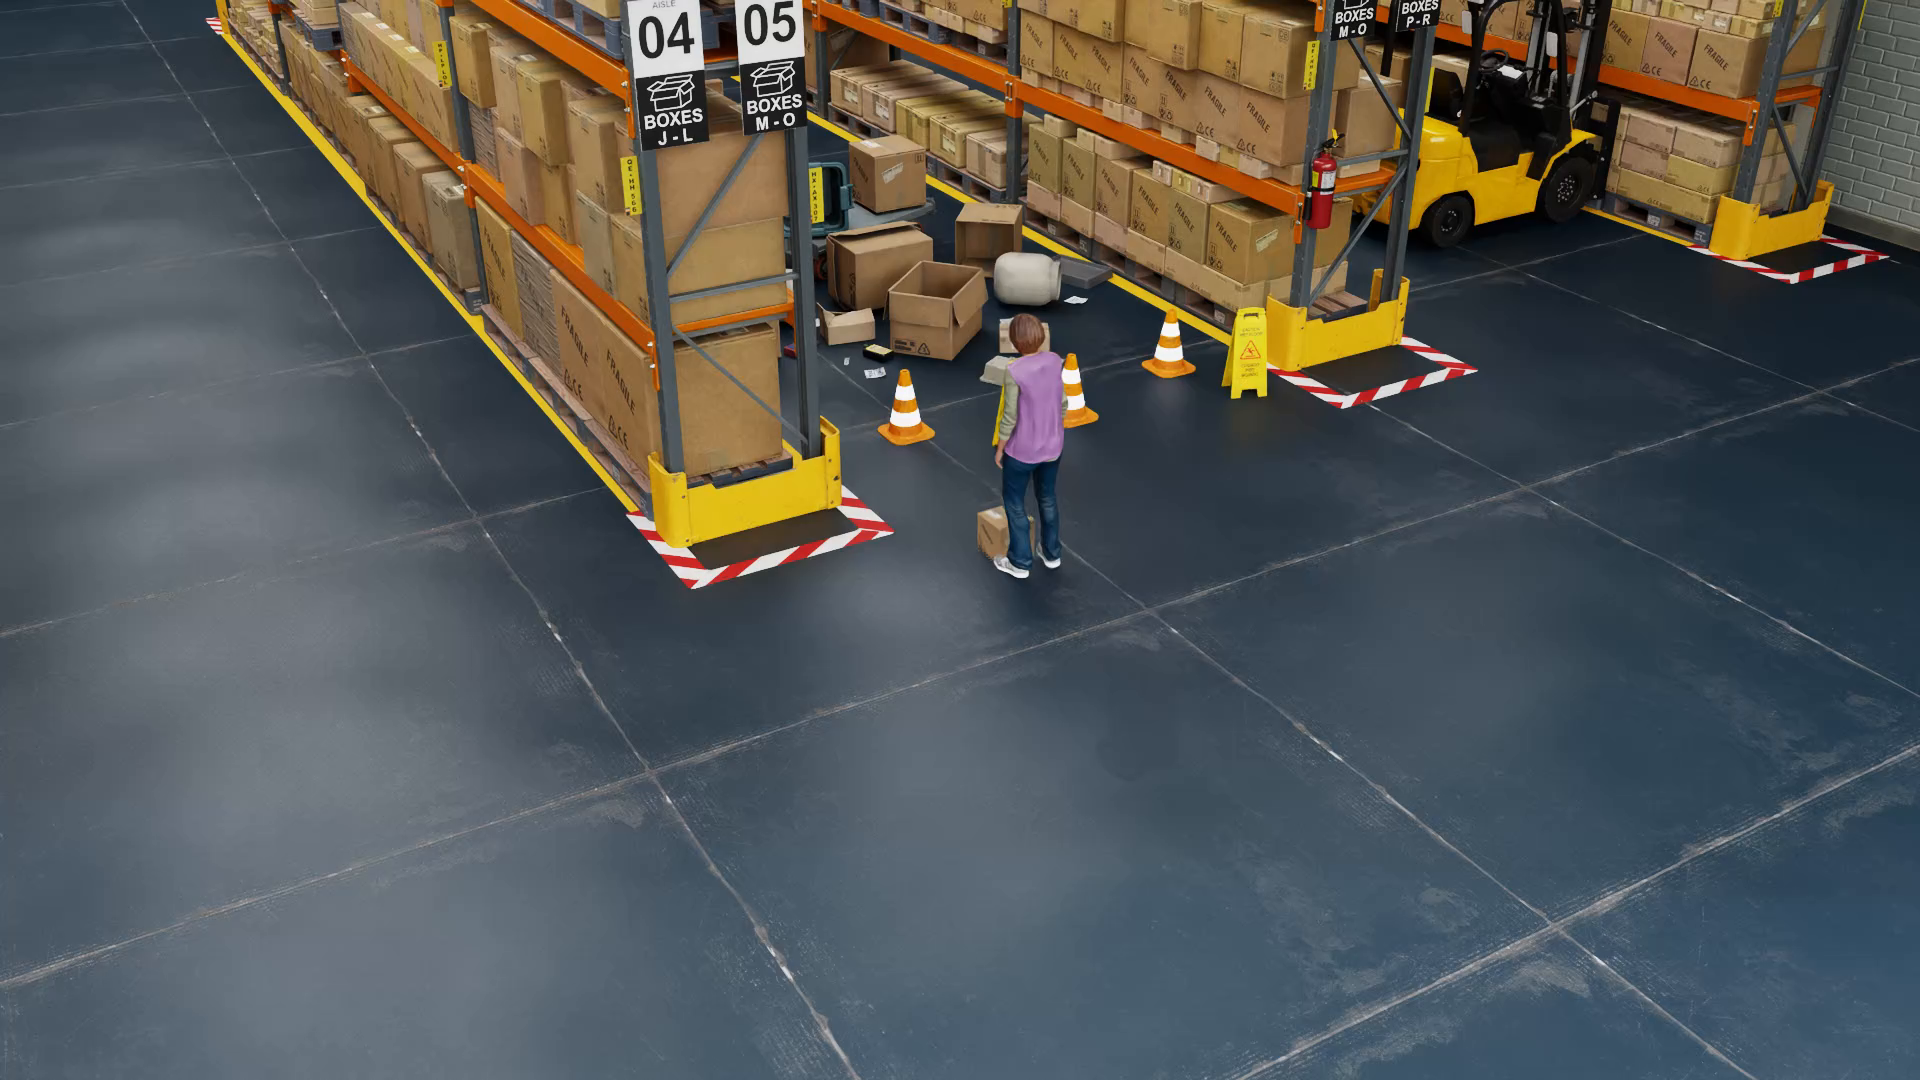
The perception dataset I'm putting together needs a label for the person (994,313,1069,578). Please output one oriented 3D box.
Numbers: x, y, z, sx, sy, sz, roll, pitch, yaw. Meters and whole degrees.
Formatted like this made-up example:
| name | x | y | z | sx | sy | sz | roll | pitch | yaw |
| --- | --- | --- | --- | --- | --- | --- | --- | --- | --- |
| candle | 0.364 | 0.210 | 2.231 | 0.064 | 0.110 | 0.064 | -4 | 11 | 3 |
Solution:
| name | x | y | z | sx | sy | sz | roll | pitch | yaw |
| --- | --- | --- | --- | --- | --- | --- | --- | --- | --- |
| person | 0.408 | -0.524 | 9.489 | 0.461 | 1.593 | 0.341 | -17 | 34 | -28 |
